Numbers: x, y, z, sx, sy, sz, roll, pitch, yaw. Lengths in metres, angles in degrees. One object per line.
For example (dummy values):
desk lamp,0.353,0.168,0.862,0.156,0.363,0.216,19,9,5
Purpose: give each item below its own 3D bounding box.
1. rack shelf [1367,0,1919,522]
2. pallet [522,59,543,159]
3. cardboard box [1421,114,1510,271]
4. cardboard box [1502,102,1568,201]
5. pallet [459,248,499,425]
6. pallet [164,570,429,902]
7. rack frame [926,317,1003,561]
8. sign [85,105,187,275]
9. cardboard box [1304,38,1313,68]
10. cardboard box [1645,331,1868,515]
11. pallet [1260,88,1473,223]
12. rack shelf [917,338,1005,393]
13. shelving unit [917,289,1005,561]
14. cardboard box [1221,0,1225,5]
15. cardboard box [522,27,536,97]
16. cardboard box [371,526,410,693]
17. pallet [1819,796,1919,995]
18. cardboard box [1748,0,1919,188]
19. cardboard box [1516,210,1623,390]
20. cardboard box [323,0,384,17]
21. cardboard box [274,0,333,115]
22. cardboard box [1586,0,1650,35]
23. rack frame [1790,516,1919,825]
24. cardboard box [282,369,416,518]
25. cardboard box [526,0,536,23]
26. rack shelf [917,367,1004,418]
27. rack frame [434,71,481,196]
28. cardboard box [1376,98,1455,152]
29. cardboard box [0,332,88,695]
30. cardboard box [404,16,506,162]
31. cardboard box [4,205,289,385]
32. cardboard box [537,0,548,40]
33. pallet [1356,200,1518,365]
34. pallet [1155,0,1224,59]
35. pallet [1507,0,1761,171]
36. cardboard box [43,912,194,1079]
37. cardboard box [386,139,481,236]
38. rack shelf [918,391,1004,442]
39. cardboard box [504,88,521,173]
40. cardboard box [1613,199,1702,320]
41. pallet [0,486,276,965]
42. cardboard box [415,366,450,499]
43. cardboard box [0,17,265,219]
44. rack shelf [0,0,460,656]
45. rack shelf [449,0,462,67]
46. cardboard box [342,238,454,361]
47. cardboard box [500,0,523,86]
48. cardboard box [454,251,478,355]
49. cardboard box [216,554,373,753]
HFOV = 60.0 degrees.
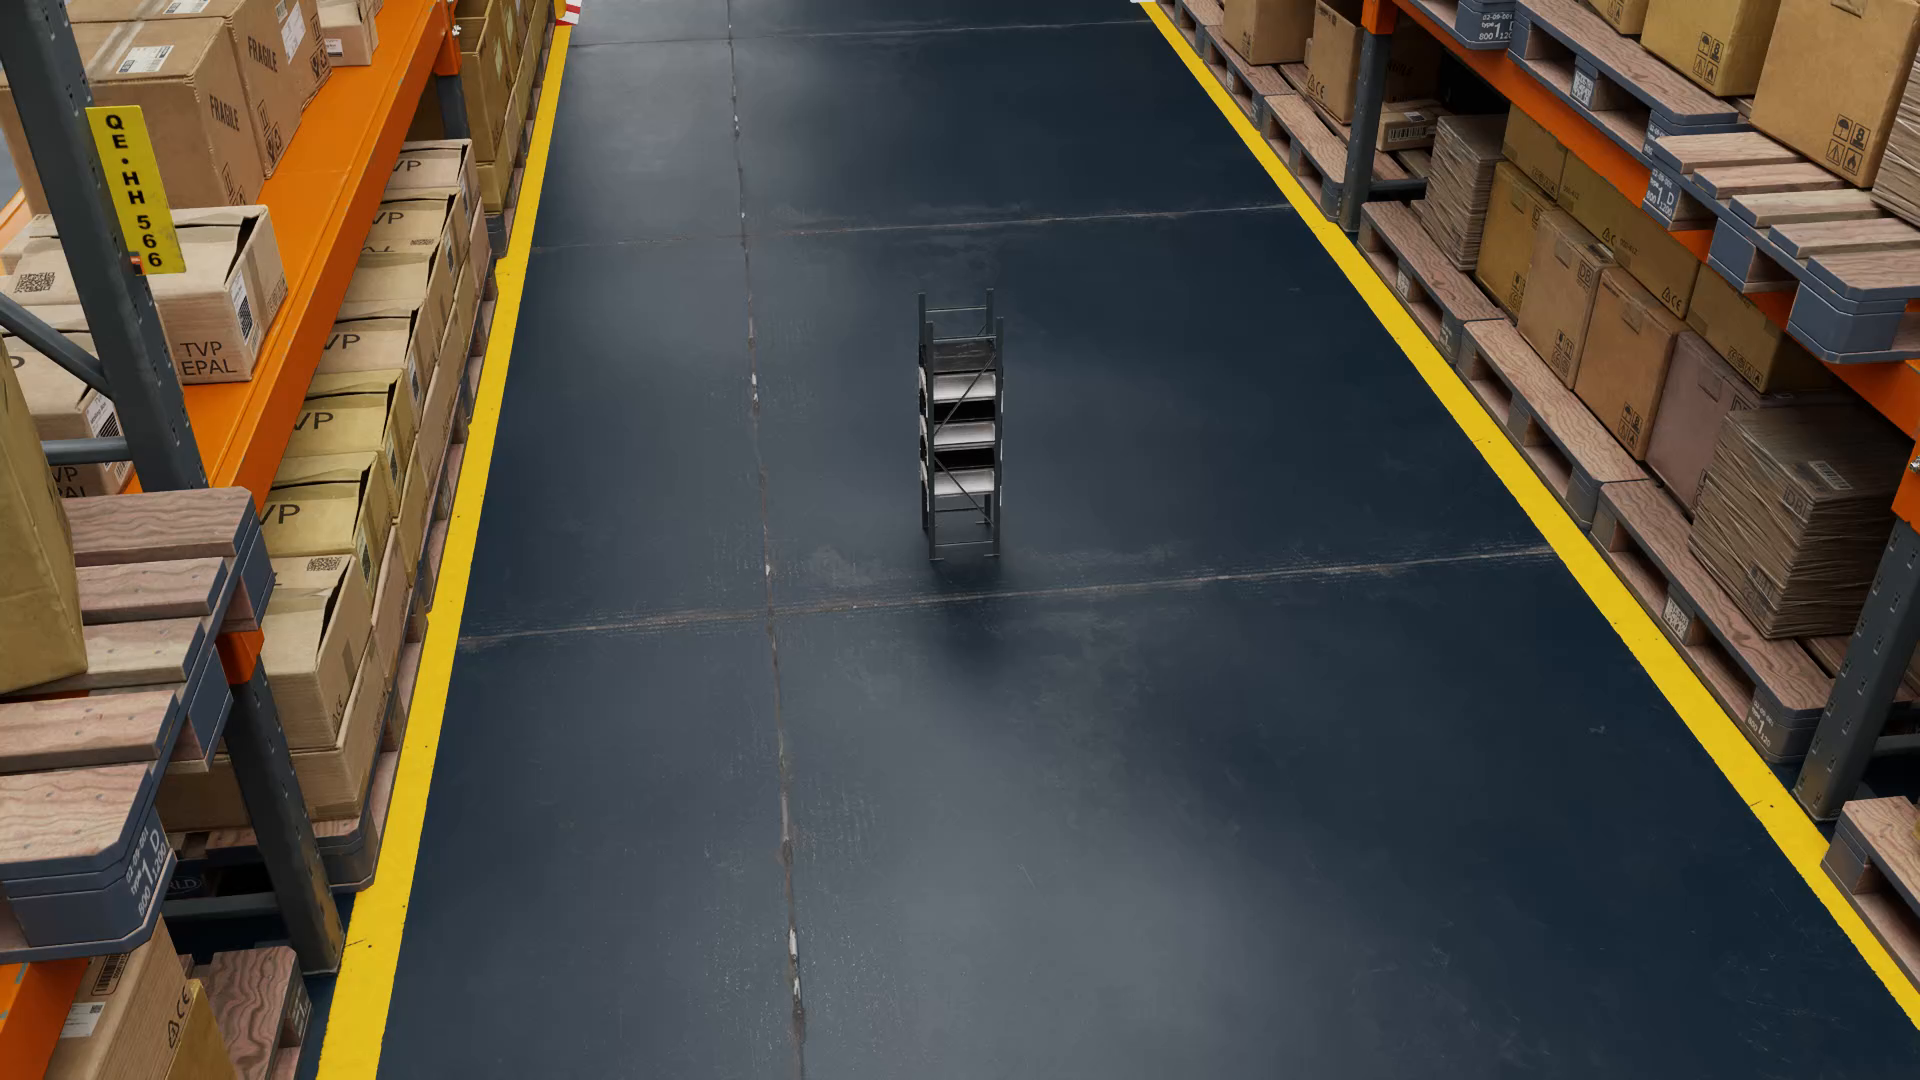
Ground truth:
rack shelf,2.582,-1.345,5.698,1.077,0.370,4.000,-4,35,-6
pallet,-2.828,-2.358,9.022,1.003,0.211,1.213,-4,35,-6
cardboard box,2.428,-1.497,7.113,0.700,0.500,0.500,-3,34,-5
cardboard box,2.491,-1.562,6.541,0.500,0.250,0.500,-5,35,-7
pallet,-2.458,-0.820,6.766,1.003,0.211,1.213,-4,35,-6
pallet,-2.129,0.541,4.768,1.003,0.211,1.213,-4,35,-6
rack frame,0.015,-0.311,5.407,0.240,0.900,0.006,-4,35,-6
sign,-1.521,-0.641,3.069,0.100,0.325,0.005,-4,35,-6
cardboard box,2.118,-2.656,9.124,0.380,0.149,0.250,-7,35,-10
cardboard box,2.748,-0.369,5.456,0.700,0.500,0.500,-4,35,-6
pallet,2.187,-1.978,8.465,1.003,0.211,1.213,-4,35,-6
rack shelf,0.001,-0.563,5.357,0.258,0.077,0.200,-4,35,-6
shelving unit,0.001,-0.367,5.490,0.258,0.900,0.210,-4,35,-6
cardboard box,1.855,-3.350,9.999,0.500,0.311,0.500,-2,34,-2
cardboard box,-2.555,-2.537,8.878,0.500,0.250,0.500,-4,35,-6
cardboard box,-1.905,0.219,4.833,0.500,0.250,0.500,-5,35,-8
pallet,2.882,1.072,3.989,1.003,0.211,1.213,-4,35,-6
cardboard box,2.676,-1.320,4.544,0.700,0.500,0.500,-8,35,-11
cardboard box,2.576,-0.925,6.273,0.700,0.500,0.500,-4,34,-6
cardboard box,-2.486,-2.047,6.224,0.500,0.250,0.500,-2,34,-3
cardboard box,-2.437,-1.698,5.490,0.500,0.500,0.500,-2,34,-3
cardboard box,2.535,-2.017,5.567,0.700,0.500,0.500,0,34,0
rack frame,2.851,-0.526,3.858,1.000,3.000,0.127,-4,35,-6
cardboard box,-1.982,-0.309,5.111,0.500,0.311,0.500,-5,35,-8
cardboard box,-2.617,-3.126,9.077,0.500,0.500,0.500,-4,35,-6
rack shelf,0.001,-0.489,5.407,0.258,0.077,0.200,-4,35,-6
rack frame,-2.595,-2.381,6.580,1.000,3.000,0.127,-4,35,-6
cardboard box,2.211,-2.065,8.242,0.380,0.166,0.250,-9,35,-13
cardboard box,-1.861,-0.020,2.655,0.700,0.500,0.500,-16,37,-22
cardboard box,-2.348,-2.010,7.439,0.500,0.500,0.500,-4,35,-6
cardboard box,-1.986,-0.625,4.083,0.500,0.311,0.500,-5,35,-7
cardboard box,-2.689,-3.095,9.697,0.500,0.250,0.500,-4,35,-6
pallet,2.419,-1.171,7.281,1.003,0.211,1.213,-4,35,-6
pallet,1.859,-3.339,10.463,1.003,0.211,1.213,-4,35,-6
pallet,2.544,-1.548,5.528,1.003,0.211,1.213,-4,35,-6
cardboard box,-1.687,0.928,2.888,0.500,0.250,0.500,-3,34,-5
cardboard box,-2.257,-1.445,6.778,0.500,0.311,0.500,-4,35,-6
rack shelf,0.001,-0.414,5.458,0.258,0.077,0.200,-4,35,-6
cardboard box,-2.420,-1.979,8.059,0.500,0.250,0.500,-4,35,-6
cardboard box,2.614,-0.992,5.705,0.500,0.250,0.500,-5,35,-7
pallet,-1.897,0.304,2.811,1.213,0.211,1.003,-4,35,-6
cardboard box,-2.050,-0.357,5.678,0.500,0.250,0.500,-4,34,-5
cardboard box,-2.299,-1.125,4.648,0.500,0.500,0.500,-6,35,-9
rack shelf,-2.326,-0.967,5.145,1.077,0.370,4.000,-4,35,-6
rack shelf,-2.864,-3.199,8.420,1.077,0.370,4.000,-4,35,-6
cardboard box,-2.116,-0.877,5.944,0.500,0.311,0.500,-4,35,-7
cardboard box,-2.482,-2.568,8.258,0.500,0.500,0.500,-4,35,-6
cardboard box,-2.186,-0.926,6.514,0.500,0.250,0.500,-5,35,-7
cardboard box,-1.837,0.268,4.264,0.500,0.311,0.500,-3,34,-5
